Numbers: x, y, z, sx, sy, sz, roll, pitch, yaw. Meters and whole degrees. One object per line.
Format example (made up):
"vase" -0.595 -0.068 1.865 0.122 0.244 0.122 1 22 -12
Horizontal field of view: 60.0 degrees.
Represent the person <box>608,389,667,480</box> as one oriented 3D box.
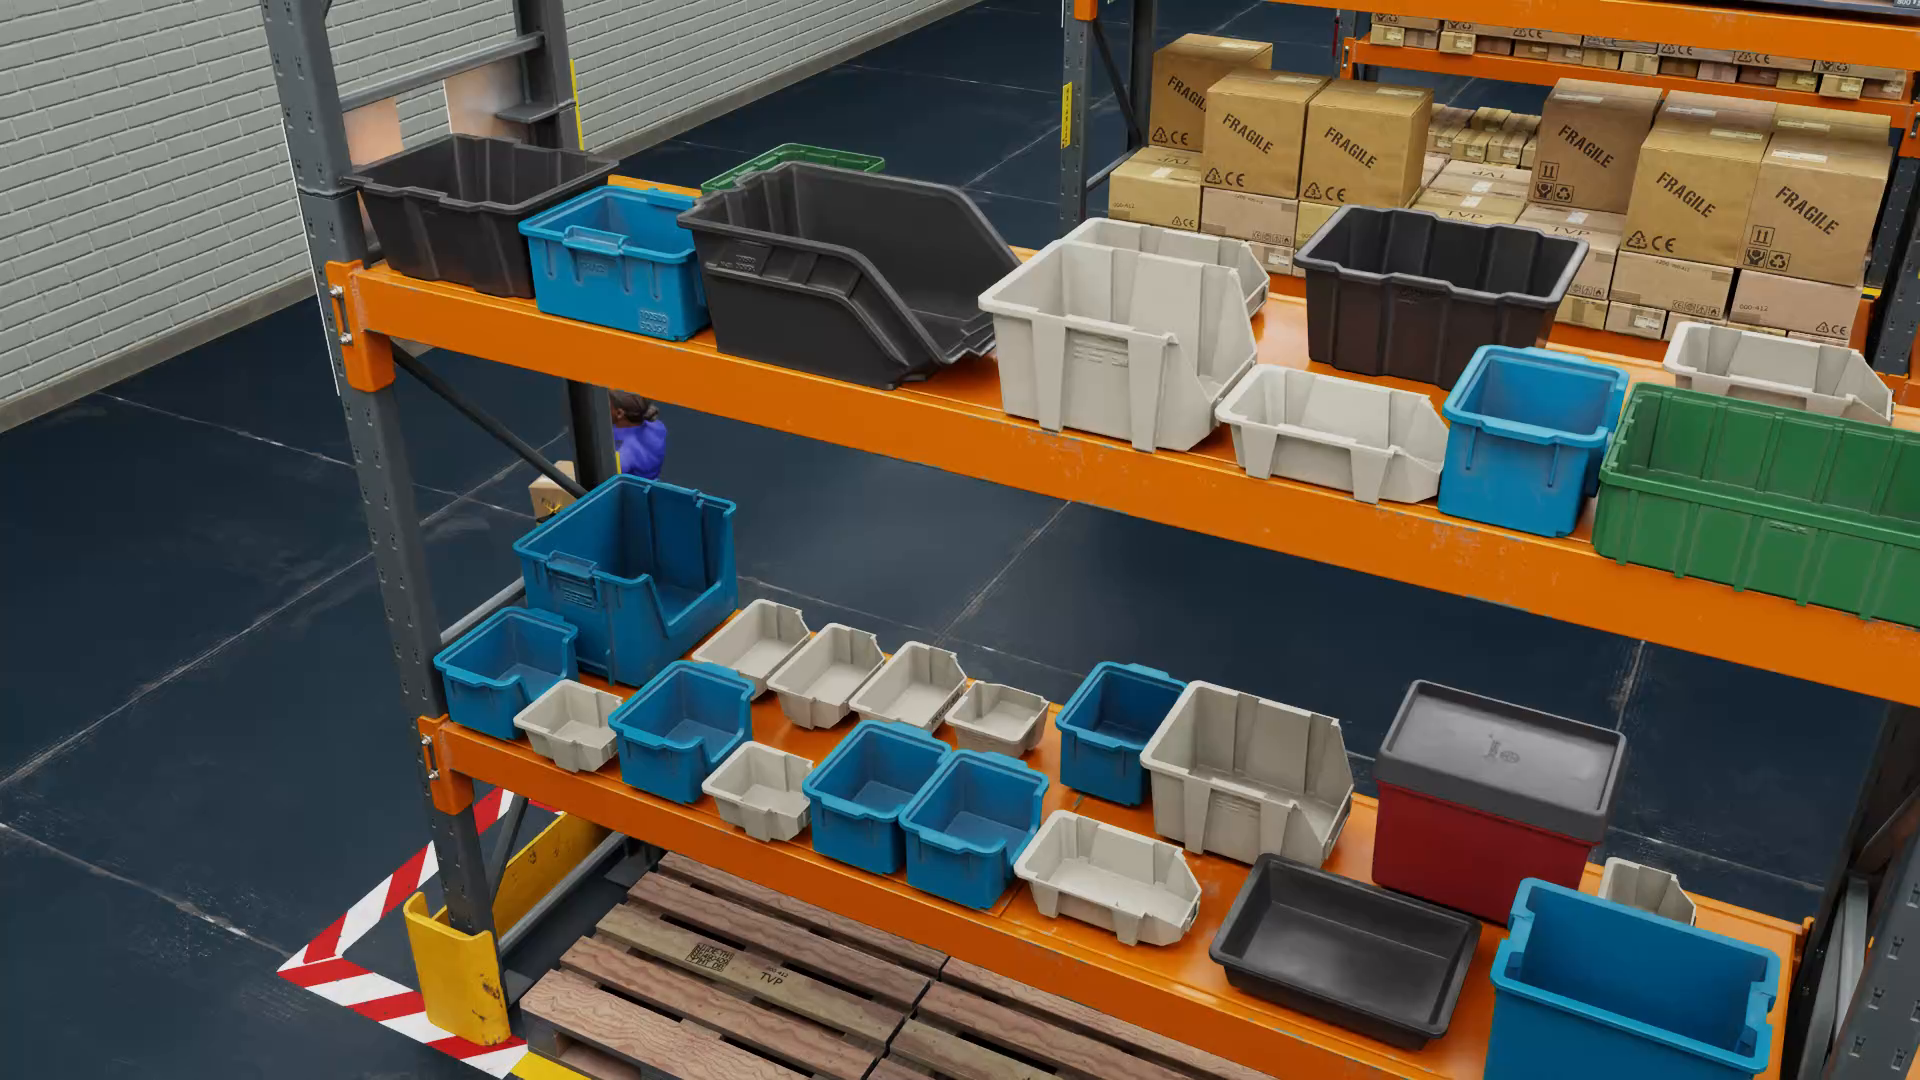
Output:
"person" -1.467 0.015 7.119 0.523 1.646 0.450 9 32 16
